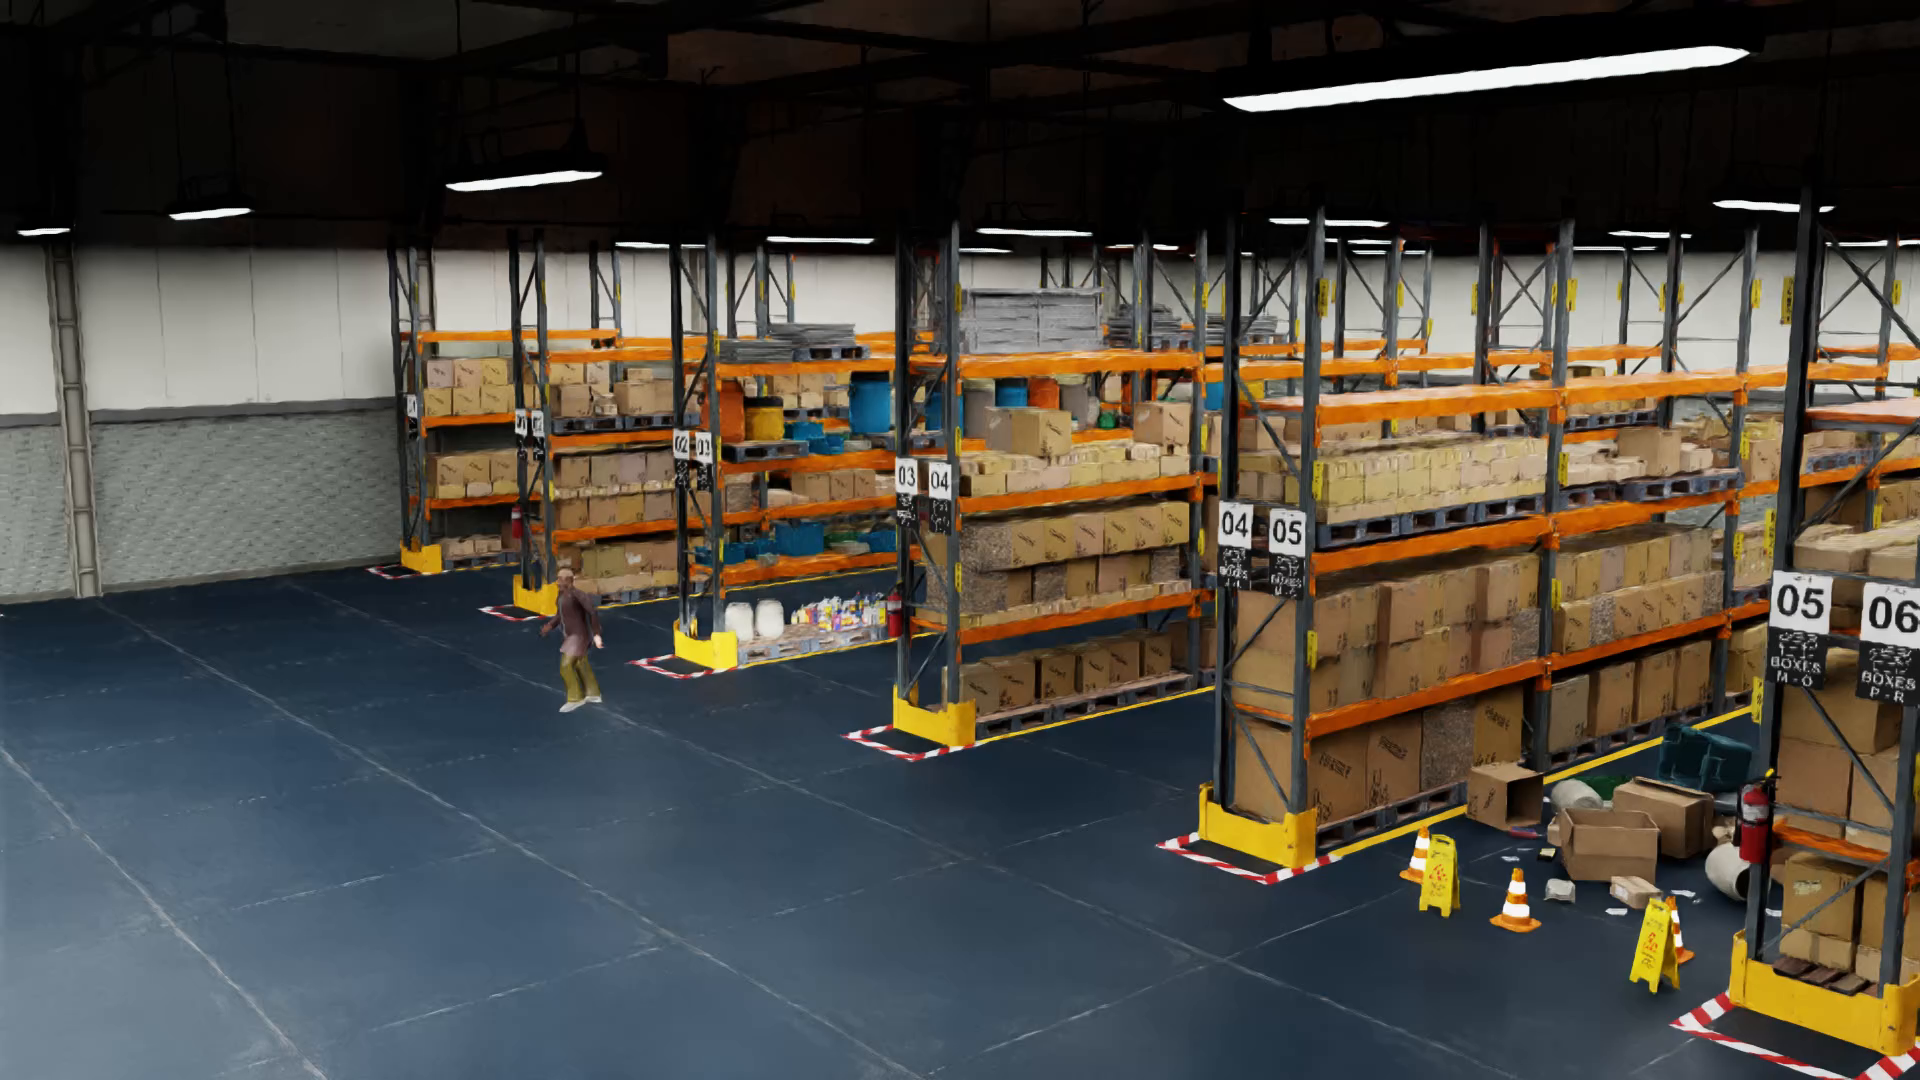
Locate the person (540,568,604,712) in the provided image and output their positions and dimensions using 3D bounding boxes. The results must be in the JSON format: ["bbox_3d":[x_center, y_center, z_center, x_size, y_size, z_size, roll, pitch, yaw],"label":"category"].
[{"bbox_3d":[-4.716,1.196,20.348,0.741,1.741,0.748,-6,11,-35],"label":"person"}]

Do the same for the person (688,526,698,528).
[{"bbox_3d":[-4.894,-0.327,30.332,0.567,1.665,0.546,-2,9,-14],"label":"person"}]
